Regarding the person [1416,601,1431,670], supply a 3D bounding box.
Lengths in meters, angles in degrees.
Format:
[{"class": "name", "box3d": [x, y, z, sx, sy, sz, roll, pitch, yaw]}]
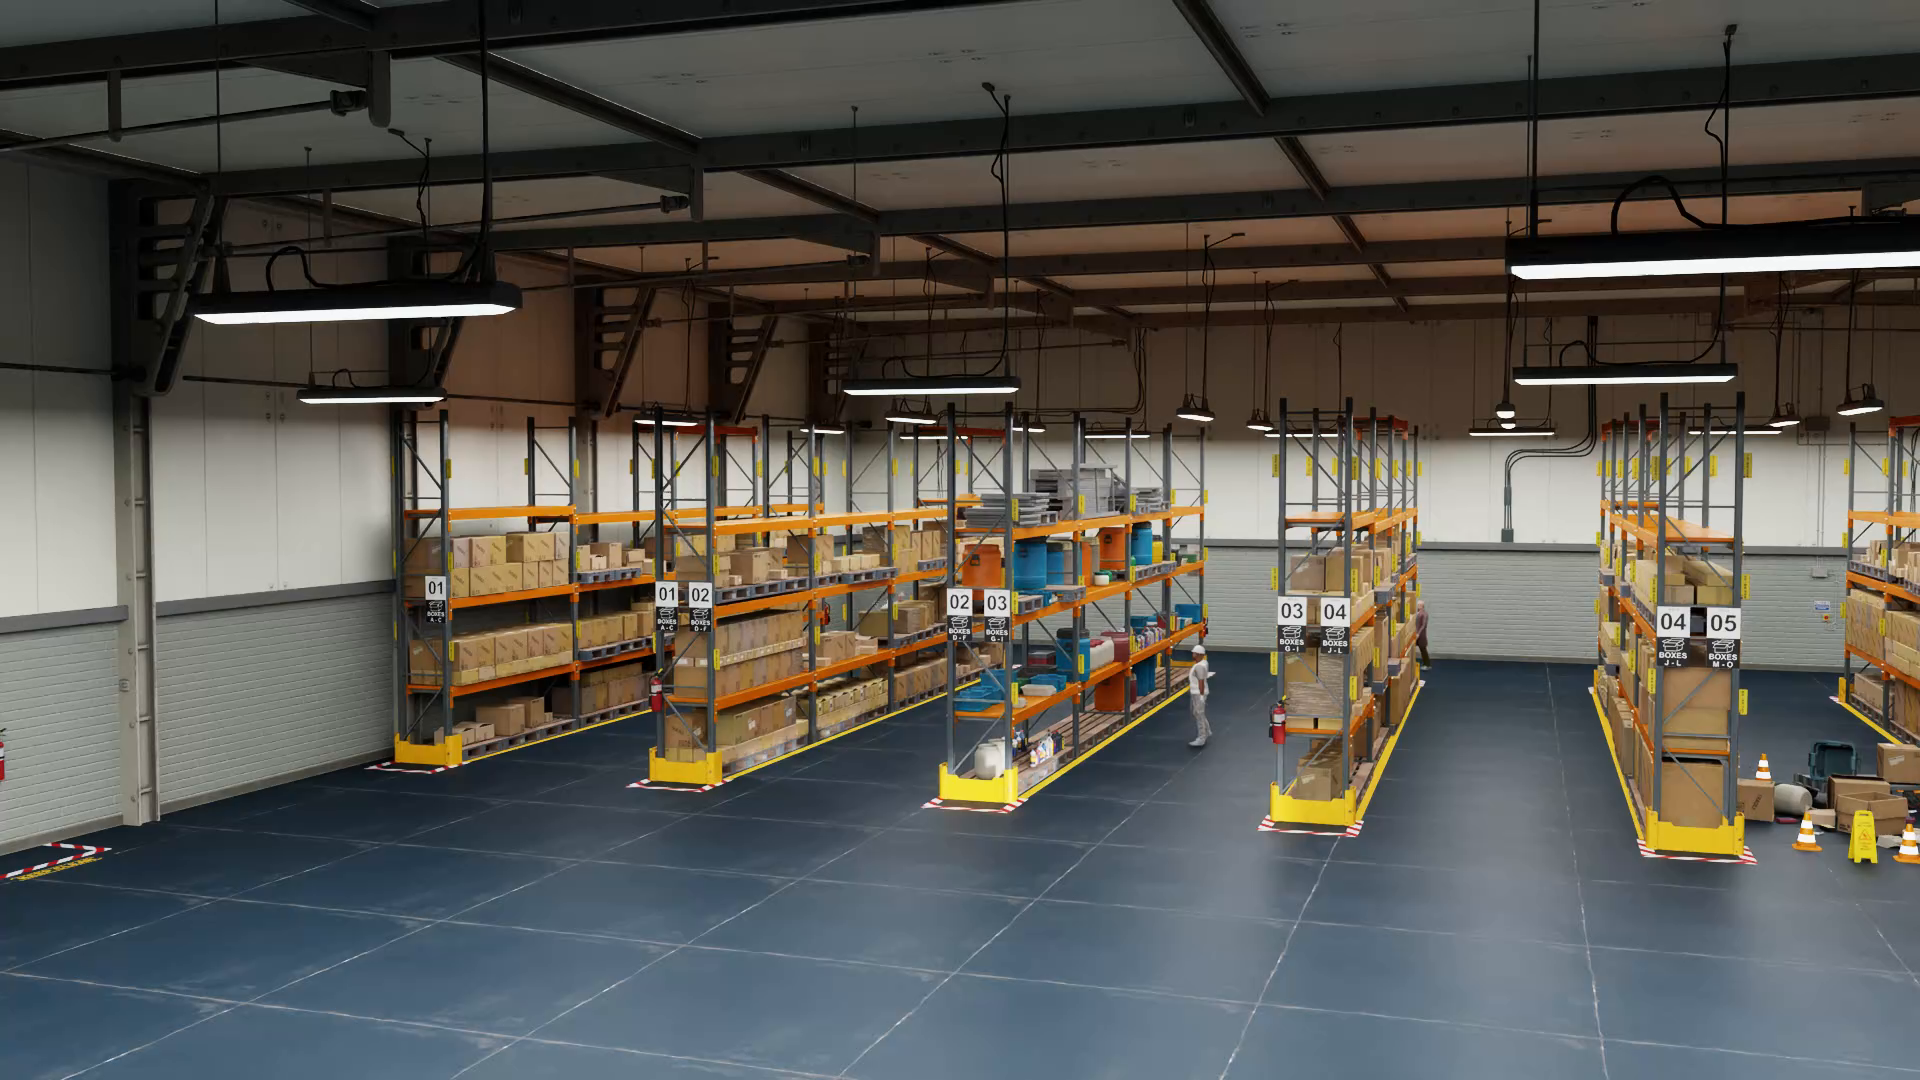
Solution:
[{"class": "person", "box3d": [11.218, 2.464, 40.880, 1.072, 1.490, 0.587, -2, 3, -34]}]

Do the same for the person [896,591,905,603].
[{"class": "person", "box3d": [-1.544, 2.237, 44.420, 1.028, 1.733, 0.612, 2, 3, 34]}]

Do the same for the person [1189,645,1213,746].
[{"class": "person", "box3d": [4.365, 2.799, 30.116, 0.419, 1.790, 0.630, 0, 2, 10]}]
